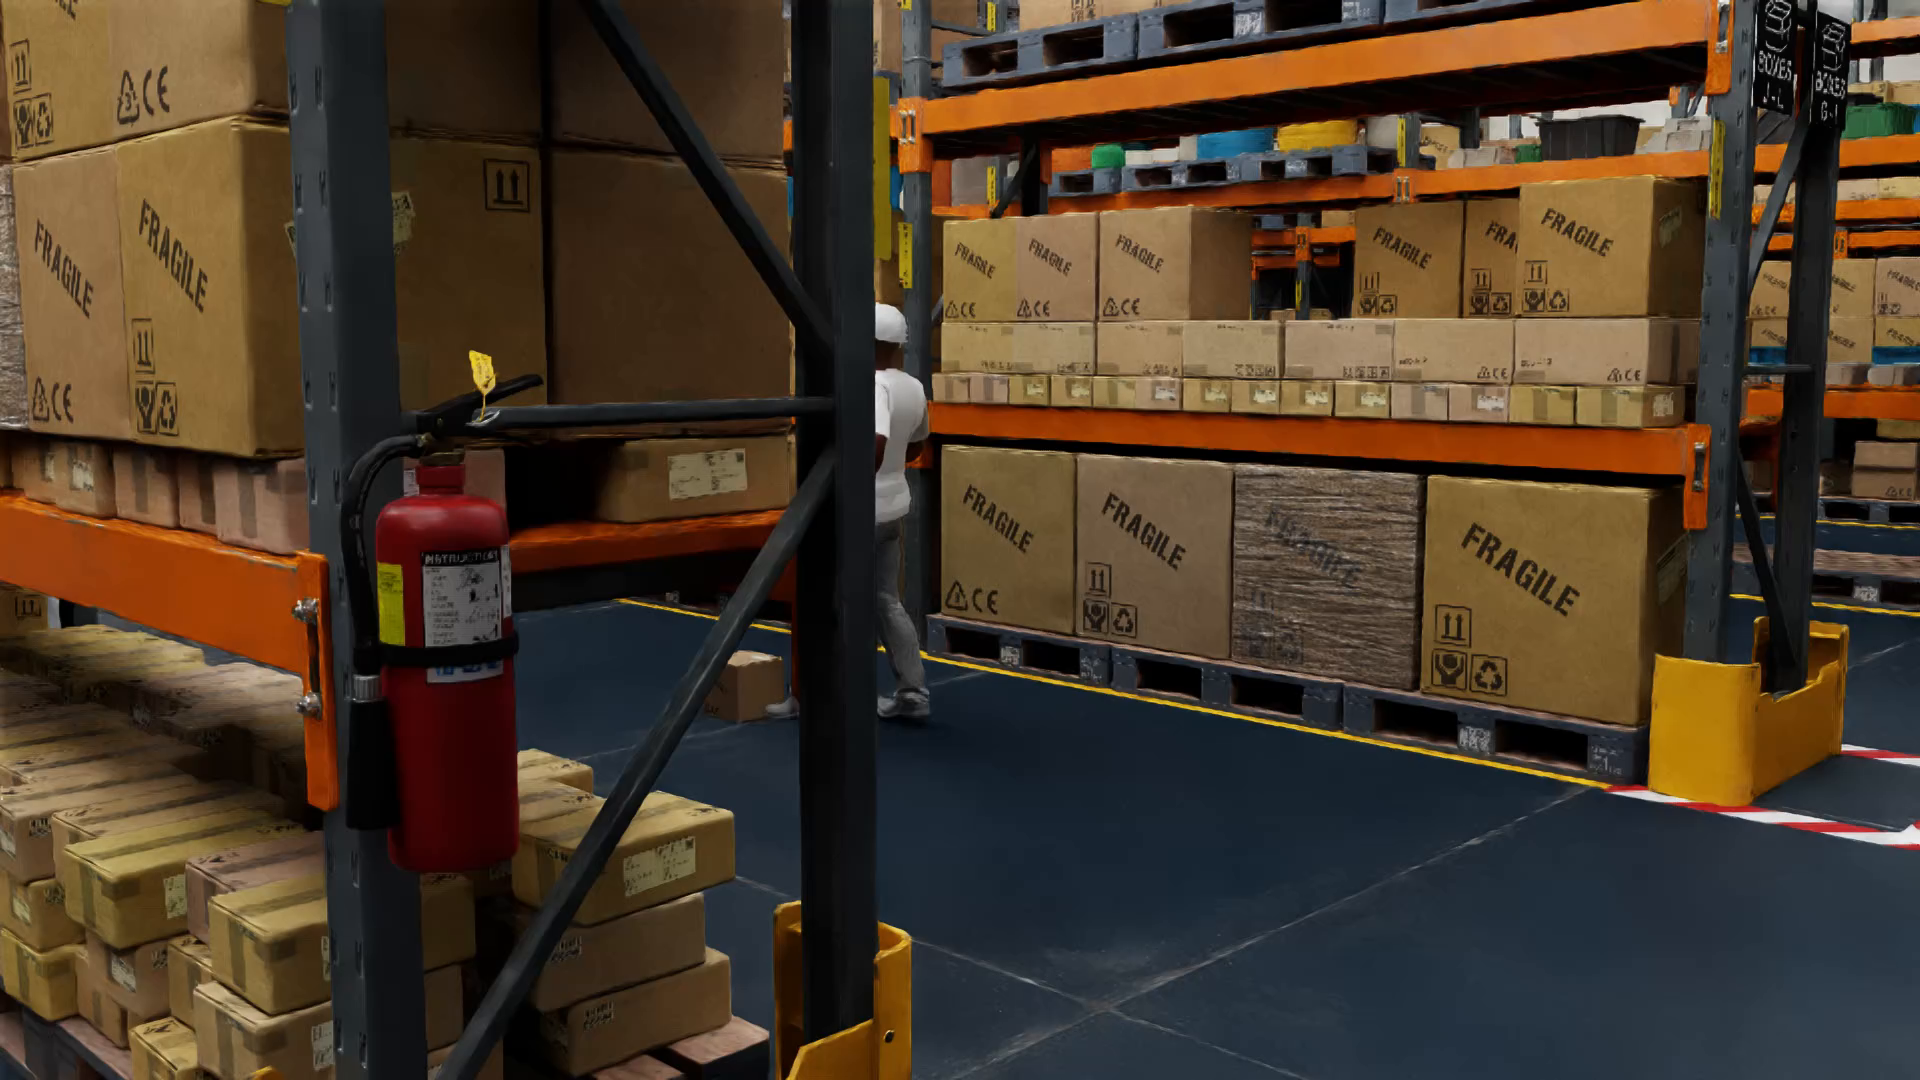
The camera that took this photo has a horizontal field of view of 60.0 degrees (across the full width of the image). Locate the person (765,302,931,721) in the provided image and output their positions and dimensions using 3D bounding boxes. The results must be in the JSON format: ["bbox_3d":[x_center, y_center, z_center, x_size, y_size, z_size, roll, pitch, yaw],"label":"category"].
[{"bbox_3d":[-0.493,-0.101,6.967,0.739,1.763,0.750,3,8,25],"label":"person"}]
